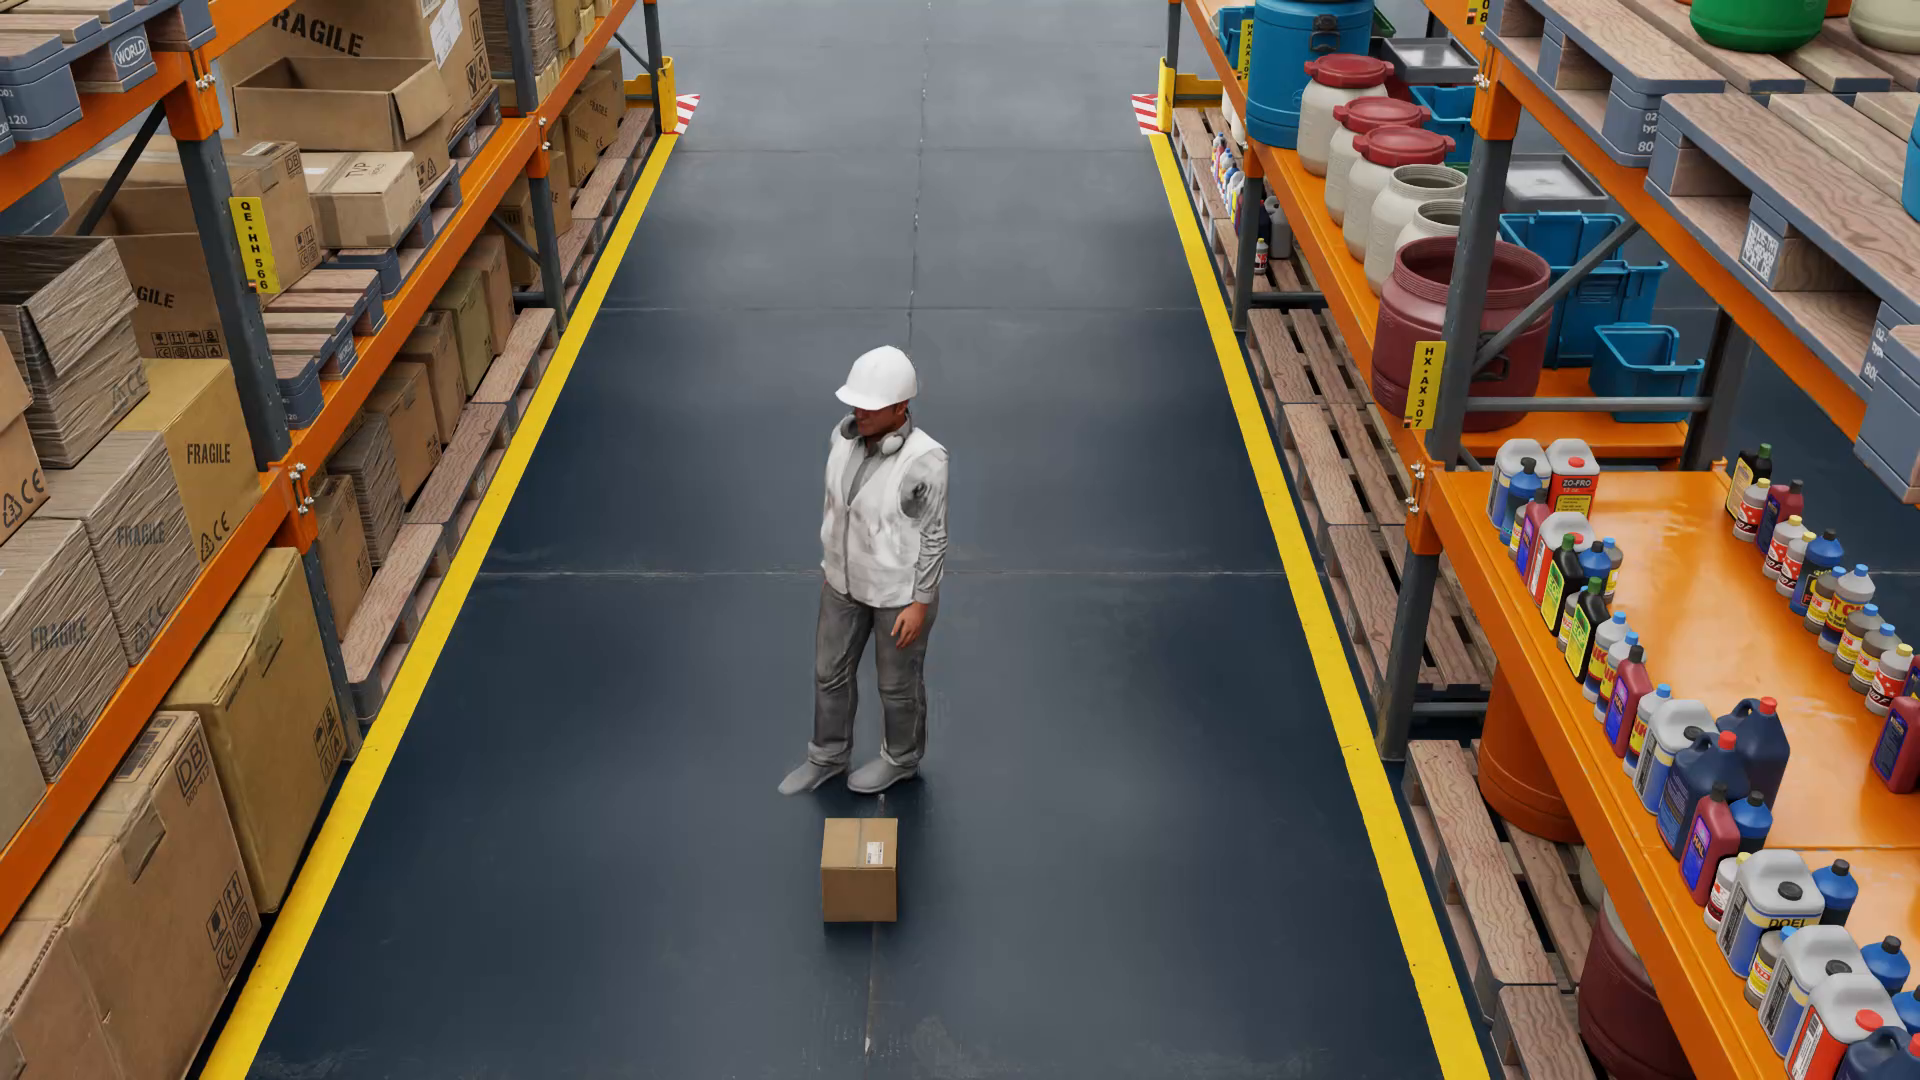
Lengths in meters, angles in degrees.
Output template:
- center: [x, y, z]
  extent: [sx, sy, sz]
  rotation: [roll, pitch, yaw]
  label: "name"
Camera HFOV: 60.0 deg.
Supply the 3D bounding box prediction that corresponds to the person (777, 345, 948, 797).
- center: [-0.335, 0.181, 5.828]
  extent: [0.566, 1.800, 0.505]
  rotation: [22, 38, 32]
  label: "person"
